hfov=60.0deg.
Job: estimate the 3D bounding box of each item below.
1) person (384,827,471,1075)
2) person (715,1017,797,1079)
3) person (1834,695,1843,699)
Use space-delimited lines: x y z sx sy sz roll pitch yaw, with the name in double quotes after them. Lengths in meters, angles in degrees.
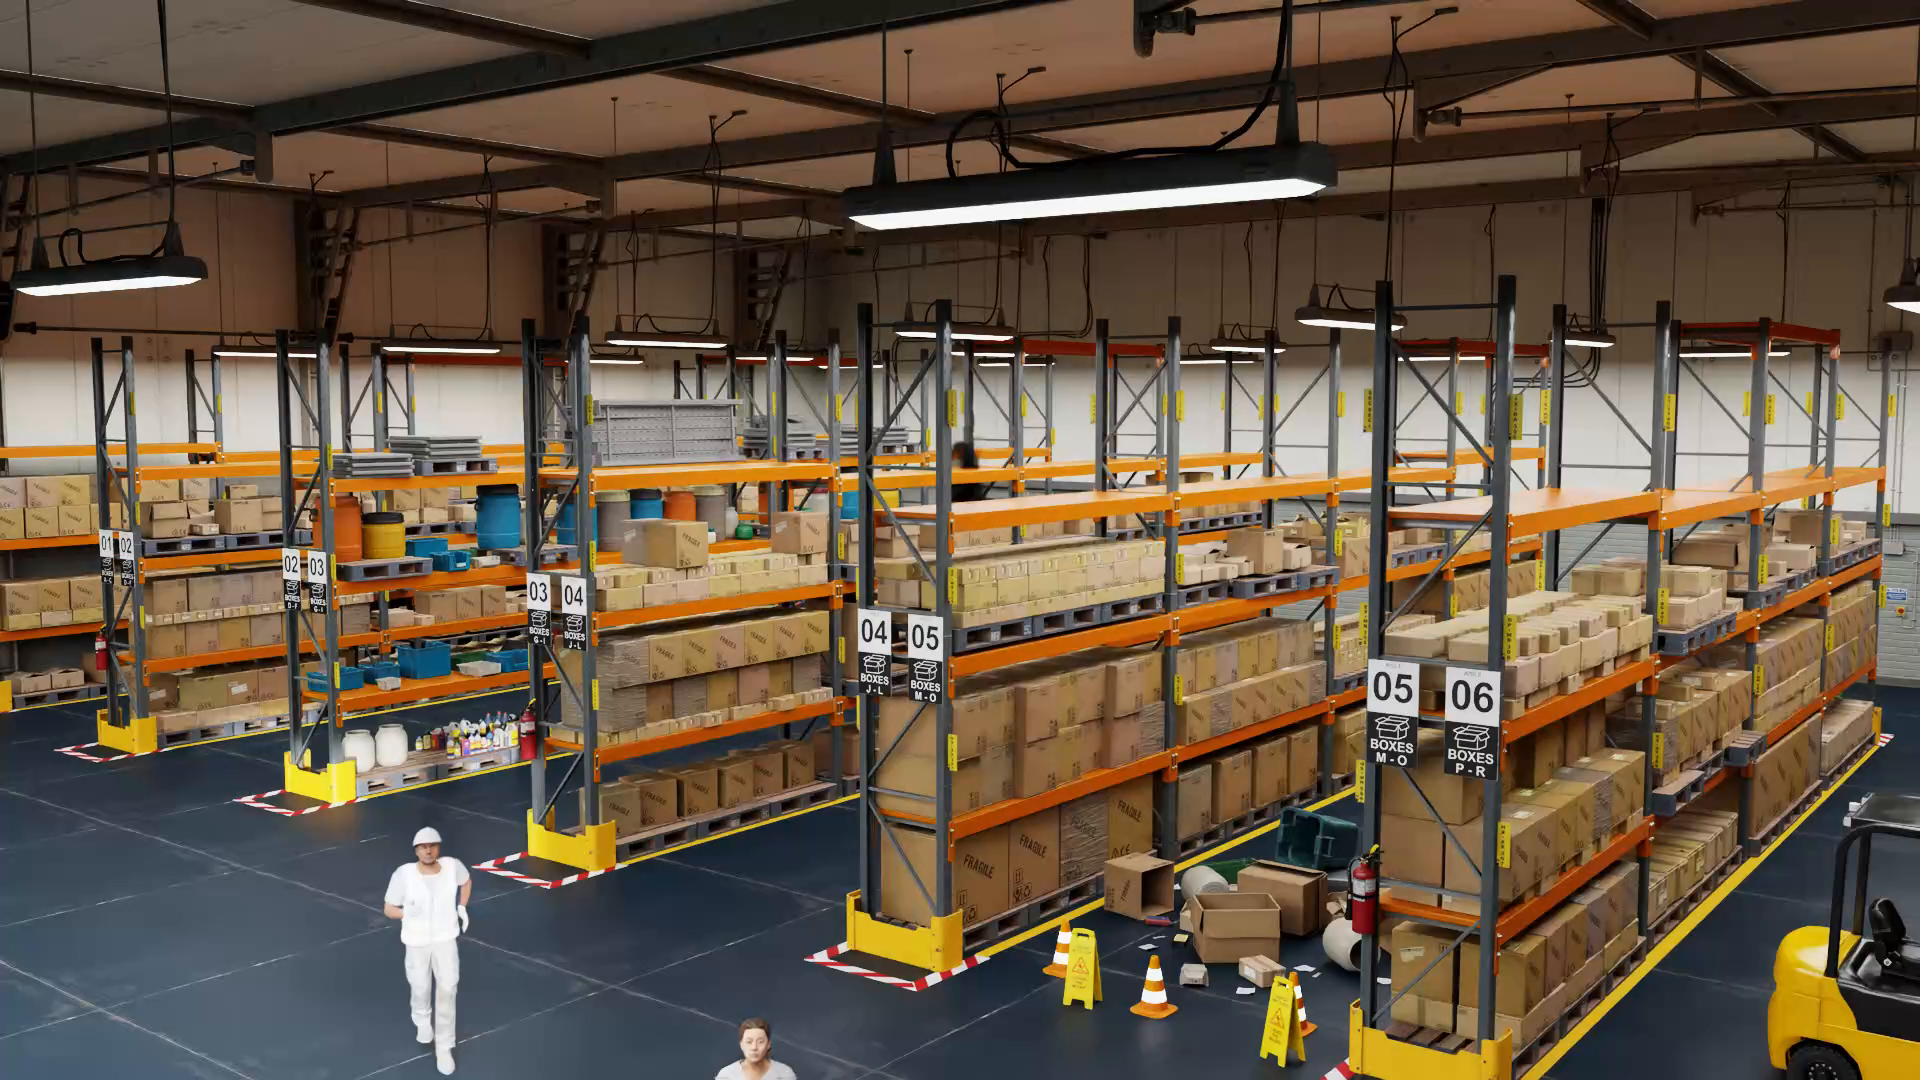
-4.114 3.132 12.915 0.668 1.820 0.828 -2 5 -20 "person"
-1.174 3.525 9.502 0.572 1.628 0.752 0 5 -5 "person"
13.646 2.018 26.368 0.709 1.709 0.558 -4 7 -41 "person"
